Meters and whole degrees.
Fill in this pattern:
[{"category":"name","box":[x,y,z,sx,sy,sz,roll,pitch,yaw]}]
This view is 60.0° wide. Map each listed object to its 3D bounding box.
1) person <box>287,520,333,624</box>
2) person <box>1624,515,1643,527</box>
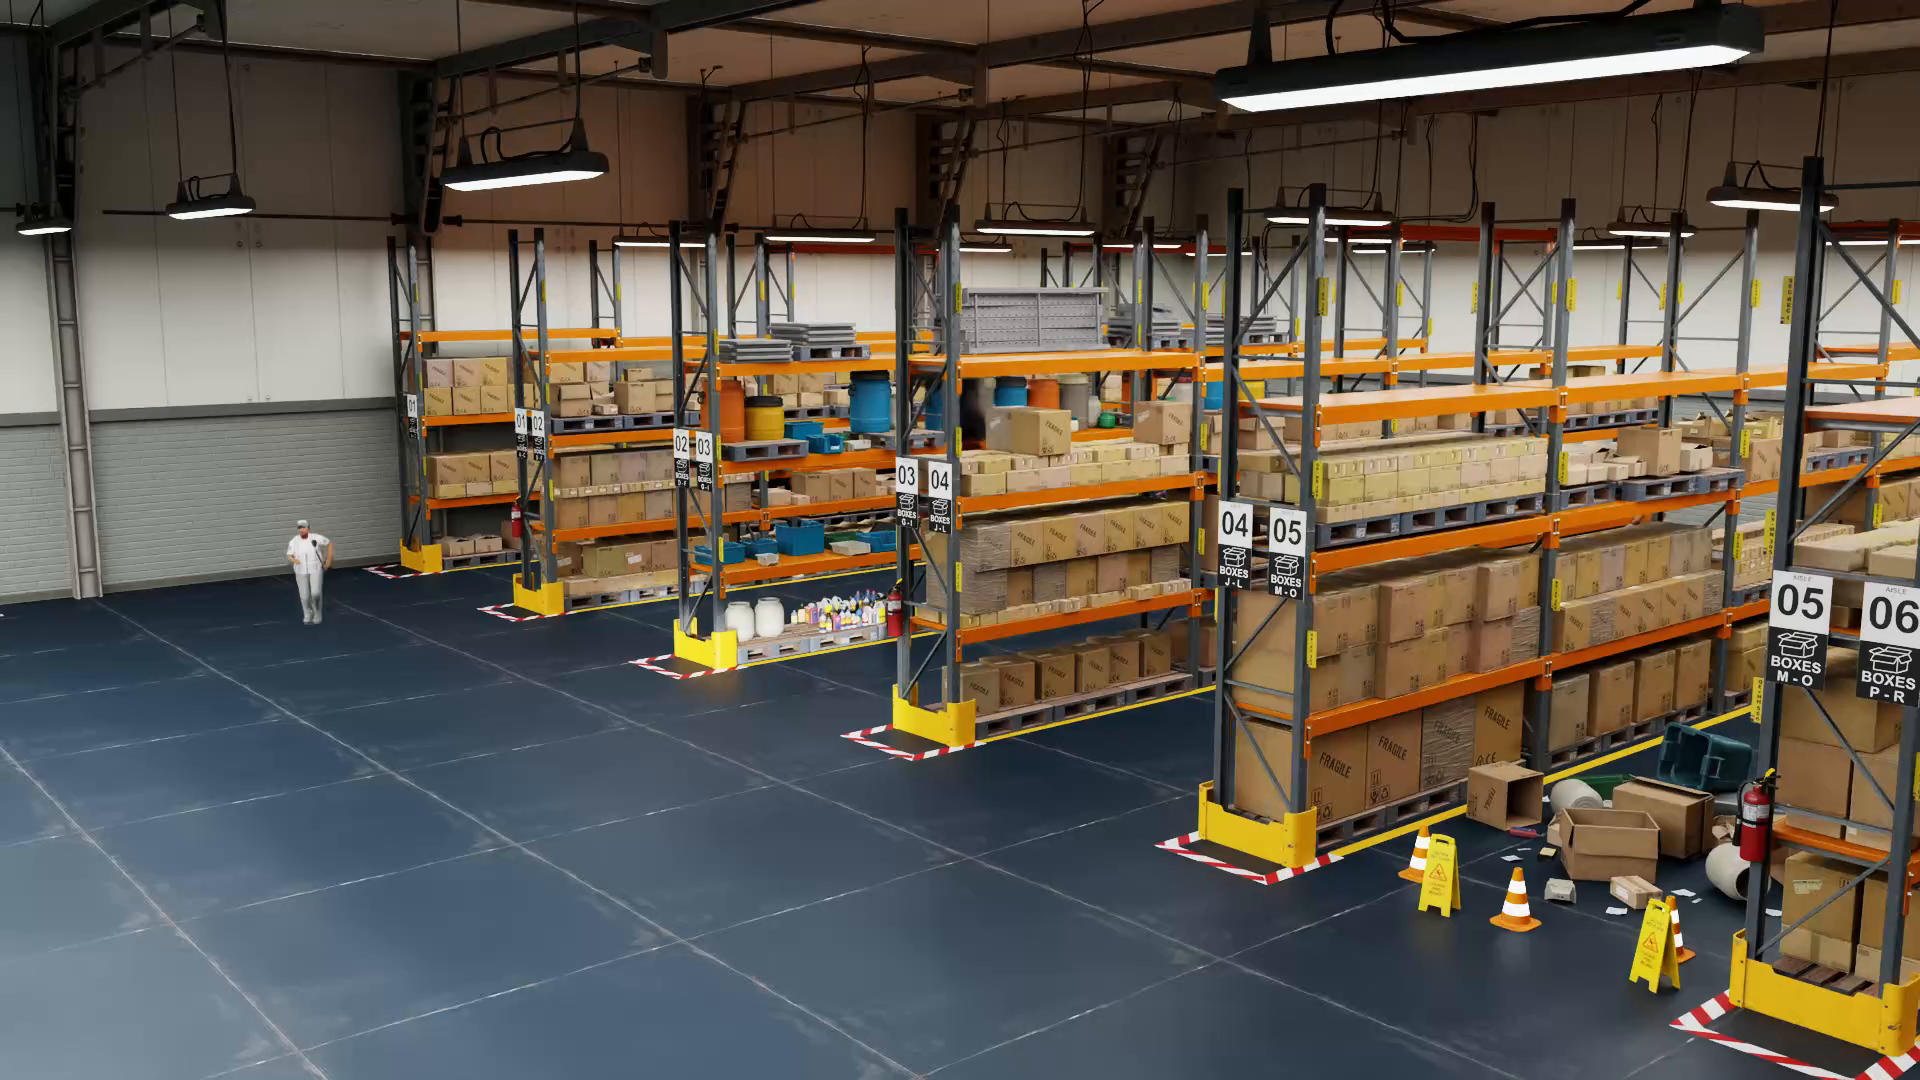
[{"category":"person","box":[-9.834,0.487,25.168,0.619,1.621,0.806,-2,9,-11]},{"category":"person","box":[10.761,0.311,26.516,0.576,1.598,0.598,-7,11,-37]}]
